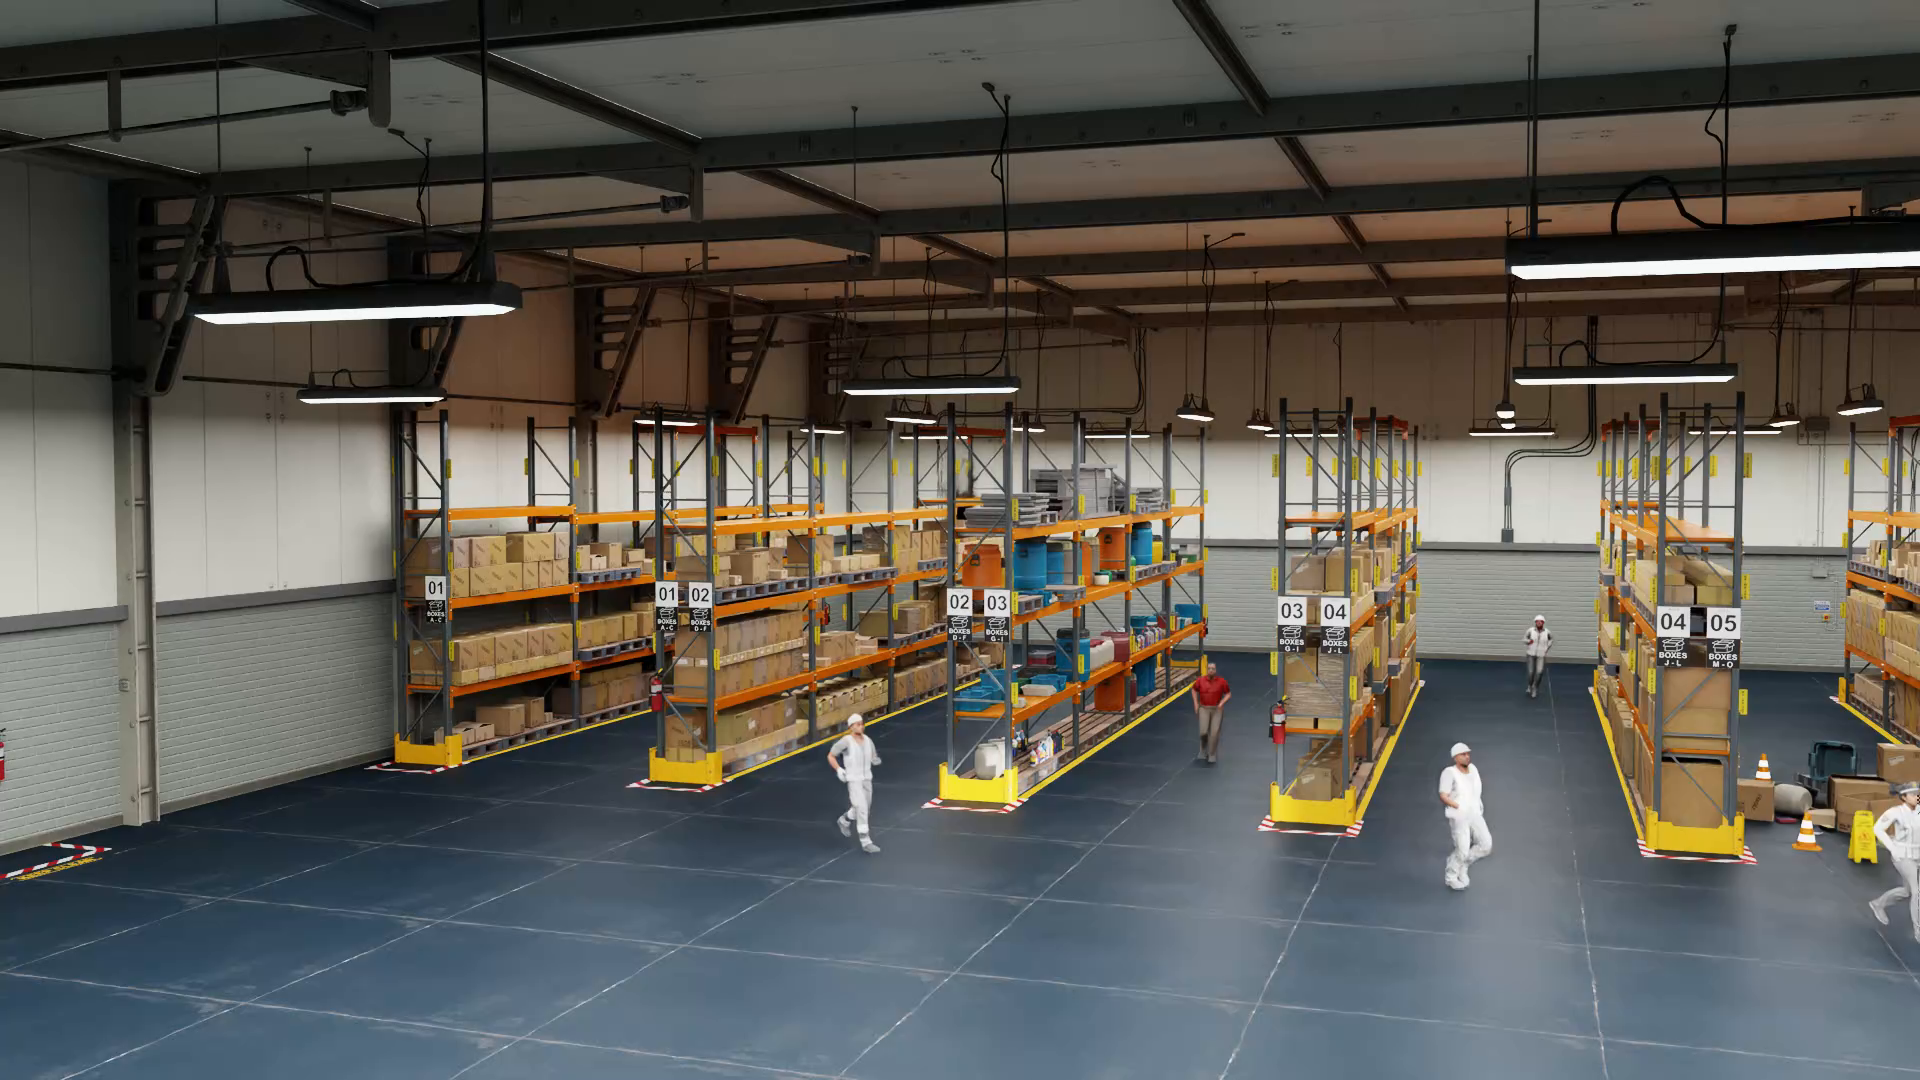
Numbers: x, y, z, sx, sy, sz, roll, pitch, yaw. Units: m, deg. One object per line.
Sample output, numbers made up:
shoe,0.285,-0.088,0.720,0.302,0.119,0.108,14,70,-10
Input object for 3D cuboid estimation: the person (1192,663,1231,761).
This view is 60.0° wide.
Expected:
person,4.282,2.937,28.319,0.668,1.694,0.604,0,2,8

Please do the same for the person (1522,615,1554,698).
person,12.698,2.562,36.546,0.656,1.830,0.766,1,3,23

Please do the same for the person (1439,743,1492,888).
person,6.013,3.278,19.729,0.695,1.737,0.568,-1,3,-29

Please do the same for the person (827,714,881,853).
person,-1.352,3.166,21.824,0.667,1.768,0.966,-2,3,-44

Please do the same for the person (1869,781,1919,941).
person,10.095,3.398,17.705,0.603,1.710,0.842,-1,3,-19
